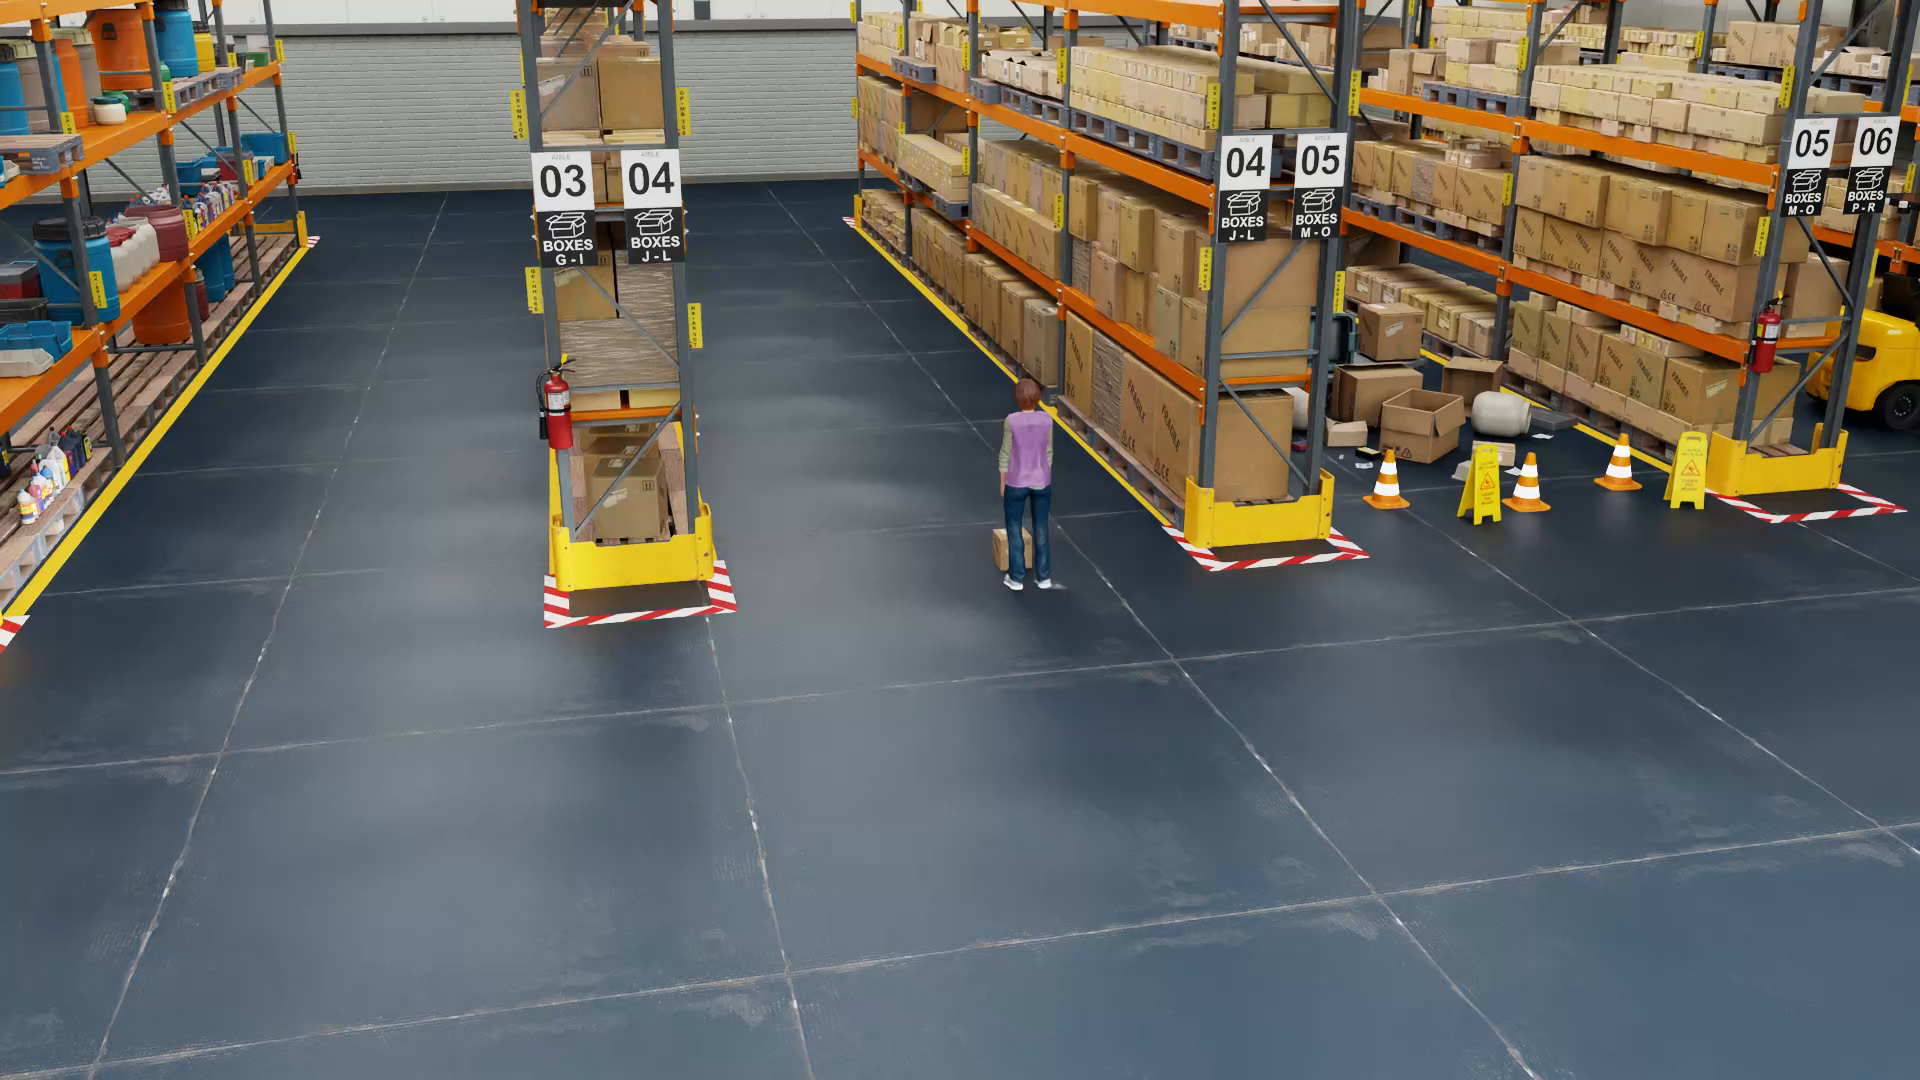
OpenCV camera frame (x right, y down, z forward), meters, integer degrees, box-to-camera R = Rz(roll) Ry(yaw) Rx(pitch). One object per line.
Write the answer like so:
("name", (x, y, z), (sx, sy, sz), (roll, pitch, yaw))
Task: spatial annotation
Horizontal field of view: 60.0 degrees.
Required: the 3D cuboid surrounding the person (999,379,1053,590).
("person", (0.480, -0.401, 12.212), (0.407, 1.600, 0.299), (-4, 20, -11))
